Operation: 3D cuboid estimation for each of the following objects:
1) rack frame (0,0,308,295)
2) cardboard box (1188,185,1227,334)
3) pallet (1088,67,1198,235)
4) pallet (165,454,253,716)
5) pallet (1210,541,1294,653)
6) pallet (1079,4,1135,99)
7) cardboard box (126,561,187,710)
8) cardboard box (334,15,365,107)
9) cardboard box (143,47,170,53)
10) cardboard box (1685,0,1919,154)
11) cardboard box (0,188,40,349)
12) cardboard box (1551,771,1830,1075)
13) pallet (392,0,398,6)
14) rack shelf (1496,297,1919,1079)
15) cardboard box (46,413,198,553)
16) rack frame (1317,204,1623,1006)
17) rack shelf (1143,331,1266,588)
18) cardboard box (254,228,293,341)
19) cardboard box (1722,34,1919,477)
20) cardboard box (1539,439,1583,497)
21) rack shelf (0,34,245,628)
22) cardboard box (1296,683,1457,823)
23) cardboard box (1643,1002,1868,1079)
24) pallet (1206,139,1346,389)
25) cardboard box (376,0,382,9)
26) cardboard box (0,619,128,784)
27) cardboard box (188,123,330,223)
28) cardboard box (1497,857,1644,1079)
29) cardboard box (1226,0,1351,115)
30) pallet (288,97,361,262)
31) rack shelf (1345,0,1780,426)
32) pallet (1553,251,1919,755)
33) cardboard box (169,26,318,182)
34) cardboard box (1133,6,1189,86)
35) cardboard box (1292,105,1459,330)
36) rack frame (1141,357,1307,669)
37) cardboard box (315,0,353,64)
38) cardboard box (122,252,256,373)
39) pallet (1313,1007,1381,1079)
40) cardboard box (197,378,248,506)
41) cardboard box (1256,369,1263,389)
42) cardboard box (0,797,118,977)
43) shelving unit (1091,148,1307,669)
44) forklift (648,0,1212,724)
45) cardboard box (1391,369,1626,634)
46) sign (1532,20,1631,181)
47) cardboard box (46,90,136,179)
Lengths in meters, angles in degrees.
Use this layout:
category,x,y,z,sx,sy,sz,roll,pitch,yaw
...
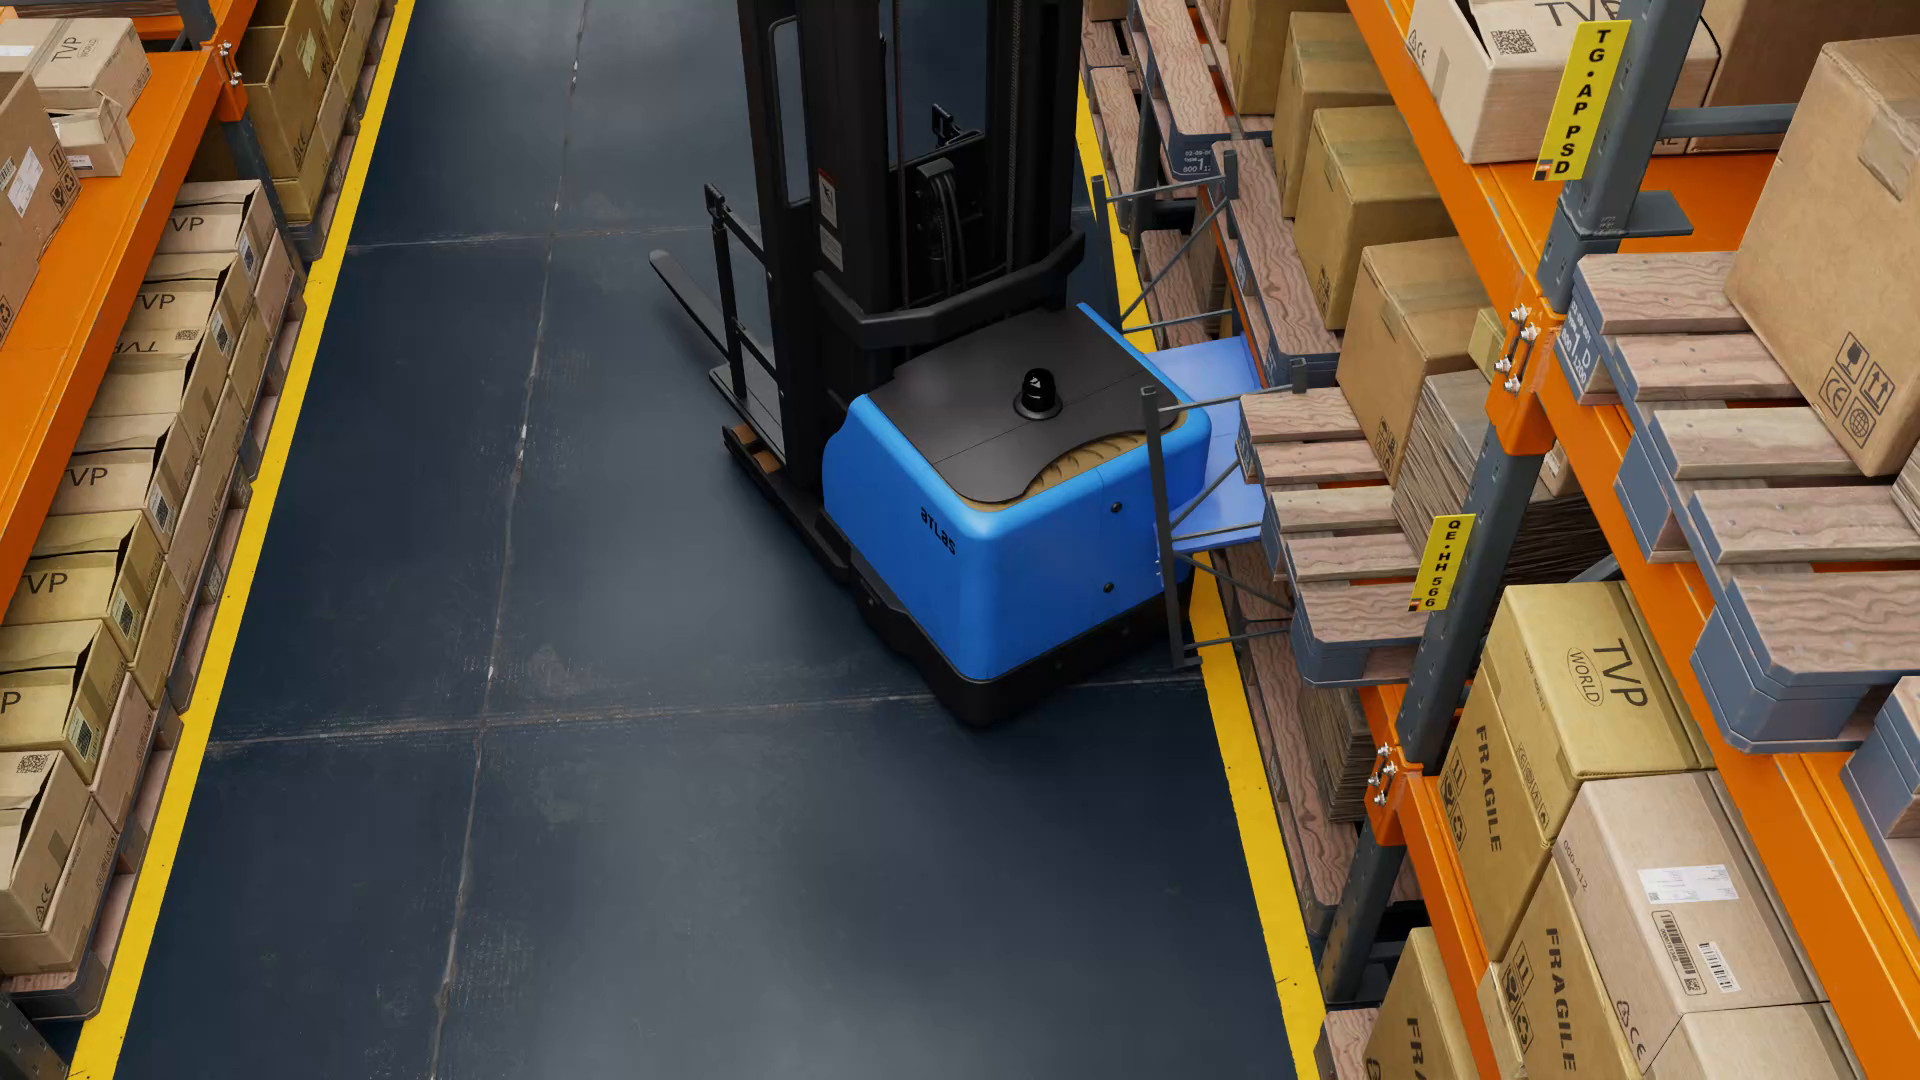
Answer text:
category,x,y,z,sx,sy,sz,roll,pitch,yaw
rack frame,-3.604,-2.202,6.770,1.000,3.000,0.127,-3,47,-3
cardboard box,1.410,-1.266,7.302,0.700,0.500,0.500,-2,47,-2
pallet,1.240,-2.031,8.528,1.003,0.211,1.213,-3,47,-3
pallet,-3.398,0.172,6.442,1.003,0.211,1.213,-3,47,-3
pallet,1.504,-0.099,6.699,1.003,0.211,1.213,-3,47,-3
pallet,1.135,-2.916,9.366,1.003,0.211,1.213,-3,47,-3
cardboard box,-3.113,0.356,5.951,0.500,0.250,0.500,-5,47,-4
cardboard box,-3.414,-2.479,8.637,0.500,0.250,0.500,-3,47,-3
cardboard box,-3.891,-2.344,7.992,0.500,0.500,0.500,-3,47,-3
cardboard box,1.835,-1.220,3.691,0.500,0.500,0.500,-3,47,-3
cardboard box,-3.470,-0.937,5.502,0.500,0.500,0.500,-3,47,-3
cardboard box,1.493,0.719,3.199,0.500,0.250,0.500,-4,47,-4
pallet,-3.833,-3.587,10.002,1.003,0.211,1.213,-3,47,-3
rack shelf,1.834,1.051,2.118,1.077,0.370,4.000,-3,47,-3
cardboard box,-3.157,-0.218,6.108,0.500,0.311,0.500,-4,47,-4
rack frame,1.667,0.388,4.317,1.000,3.000,0.127,-3,47,-3
rack shelf,0.897,-0.317,6.068,0.538,0.185,1.000,-10,51,4
cardboard box,-3.281,-1.119,7.348,0.500,0.250,0.500,-4,47,-4
cardboard box,1.764,-0.489,2.709,0.700,0.500,0.500,-7,47,-6
cardboard box,1.608,-0.269,4.120,0.380,0.149,0.250,-9,47,-8
rack shelf,-3.437,-0.508,5.661,1.077,0.370,4.000,-3,47,-3
cardboard box,1.554,0.578,5.555,0.700,0.500,0.500,-3,47,-3
cardboard box,1.539,1.081,2.856,0.500,0.250,0.500,-3,47,-3
pallet,1.460,-0.976,5.740,1.003,0.211,1.213,-3,47,-3
cardboard box,-3.502,-3.203,9.322,0.500,0.250,0.500,-3,47,-3
cardboard box,-3.073,0.524,5.407,0.500,0.311,0.500,-5,47,-4
cardboard box,-3.341,-1.755,7.951,0.500,0.250,0.500,-3,47,-3
cardboard box,1.487,0.991,3.458,0.500,0.500,0.500,-2,47,-2
cardboard box,1.380,-1.917,6.128,0.700,0.500,0.500,1,47,1
pallet,-3.629,-1.822,8.330,1.003,0.211,1.213,-3,47,-3
rack shelf,1.499,-1.843,4.859,1.077,0.370,4.000,-3,47,-3
pallet,1.773,-0.116,2.858,1.213,0.211,1.003,-2,47,-1
cardboard box,-3.331,-2.014,7.679,0.500,0.500,0.500,-3,47,-3
cardboard box,1.205,-2.546,8.514,0.500,0.500,0.500,-7,47,-6
cardboard box,1.491,-1.037,5.295,0.700,0.500,0.500,-3,47,-3
rack frame,0.918,-0.036,5.609,0.500,1.500,0.032,-10,51,4
cardboard box,-3.415,-2.737,8.365,0.500,0.500,0.500,-3,47,-3
cardboard box,-3.235,-0.943,6.795,0.500,0.311,0.500,-2,47,-2
pallet,1.657,1.922,4.785,1.003,0.211,1.213,-3,47,-3
cardboard box,-3.197,-0.383,6.651,0.500,0.250,0.500,-3,47,-2
cardboard box,1.506,-0.524,6.599,0.700,0.500,0.500,-3,47,-3
cardboard box,-3.021,1.096,5.251,0.500,0.250,0.500,-4,47,-3
shelving unit,0.868,-0.427,5.929,0.538,1.500,1.048,-10,51,4
forklift,-0.341,-1.390,6.048,1.130,2.935,3.031,-25,52,-22
cardboard box,1.617,-0.137,4.442,0.700,0.500,0.500,-8,47,-8
sign,1.126,-0.790,3.010,0.100,0.325,0.005,-3,47,-3
cardboard box,-3.348,-1.531,6.227,0.396,0.266,0.258,-5,47,-4
